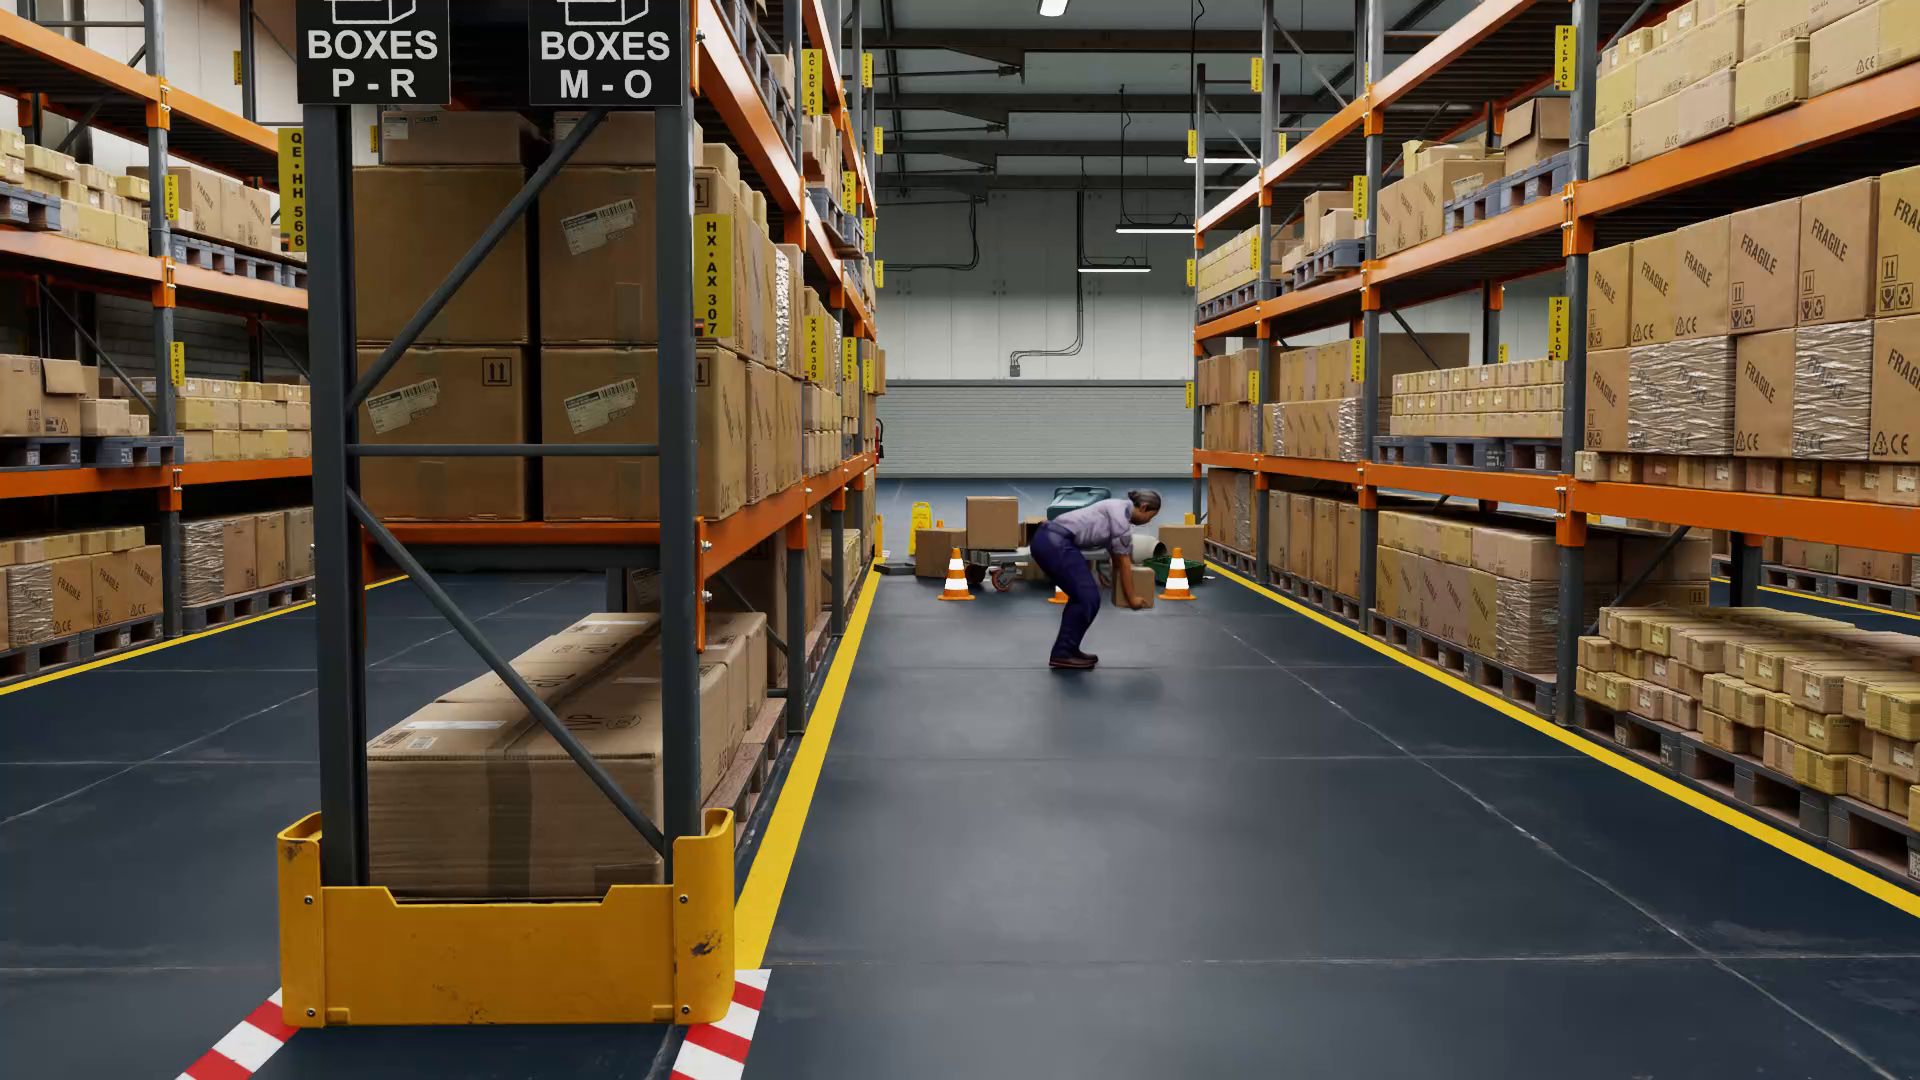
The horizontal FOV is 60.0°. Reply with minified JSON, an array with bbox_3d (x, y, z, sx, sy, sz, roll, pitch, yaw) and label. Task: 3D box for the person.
[{"bbox_3d":[0.899,0.249,10.997,0.867,1.170,0.476,0,4,-4],"label":"person"}]
